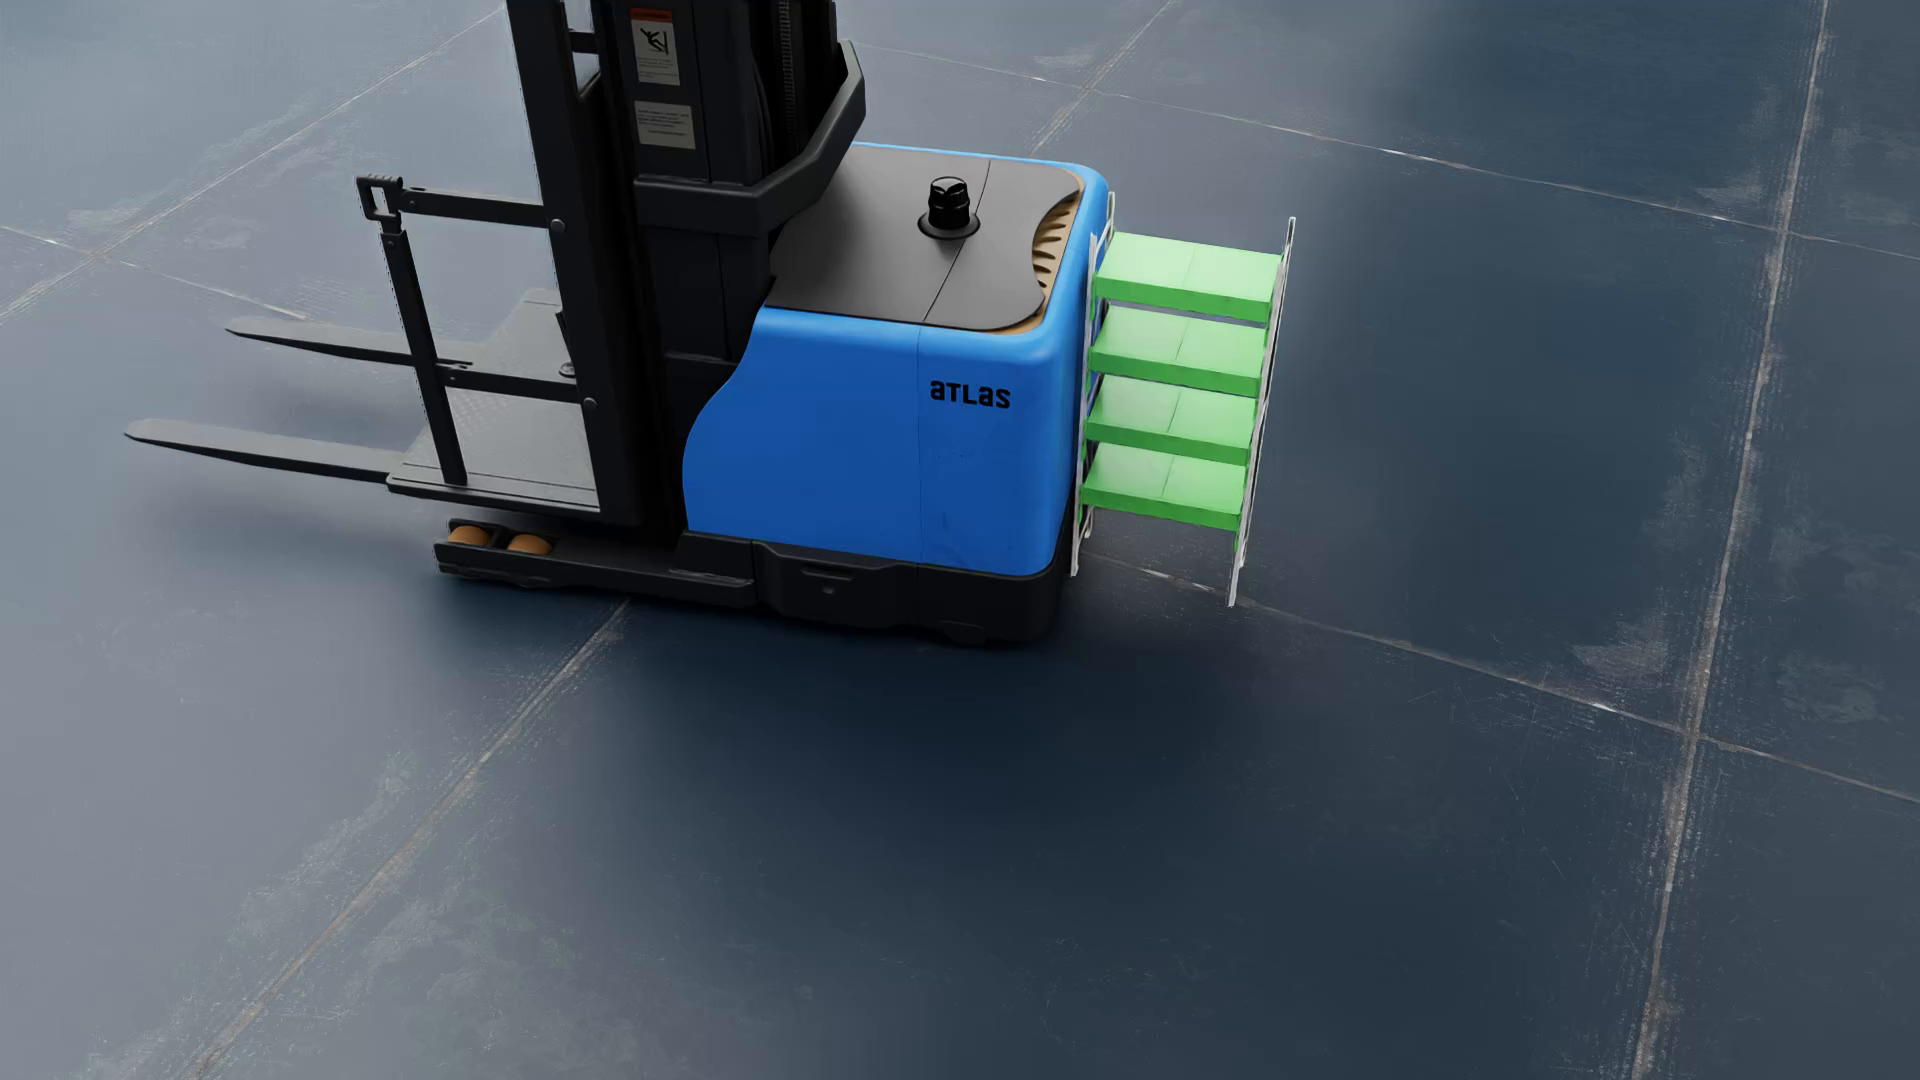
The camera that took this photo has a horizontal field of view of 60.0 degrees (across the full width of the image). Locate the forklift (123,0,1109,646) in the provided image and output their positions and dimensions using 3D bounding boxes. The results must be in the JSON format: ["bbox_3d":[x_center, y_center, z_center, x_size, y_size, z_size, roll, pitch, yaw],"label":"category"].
[{"bbox_3d":[-1.122,-1.289,4.500,3.031,2.935,1.130,8,42,9],"label":"forklift"}]

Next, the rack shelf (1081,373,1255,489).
[{"bbox_3d":[0.614,-0.322,4.803,0.480,0.148,0.258,11,42,12],"label":"rack shelf"}]

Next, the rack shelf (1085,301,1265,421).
[{"bbox_3d":[0.614,-0.503,4.646,0.480,0.148,0.258,11,42,12],"label":"rack shelf"}]

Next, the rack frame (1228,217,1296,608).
[{"bbox_3d":[0.849,-0.326,4.710,0.015,1.200,0.240,11,42,12],"label":"rack frame"}]

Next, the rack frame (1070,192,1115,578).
[{"bbox_3d":[0.380,-0.415,4.812,0.015,1.200,0.240,11,42,12],"label":"rack frame"}]

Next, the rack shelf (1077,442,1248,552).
[{"bbox_3d":[0.614,-0.141,4.960,0.480,0.148,0.258,11,42,12],"label":"rack shelf"}]

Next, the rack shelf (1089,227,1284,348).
[{"bbox_3d":[0.614,-0.685,4.489,0.480,0.148,0.258,11,42,12],"label":"rack shelf"}]

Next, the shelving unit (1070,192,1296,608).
[{"bbox_3d":[0.614,-0.370,4.761,0.503,1.200,0.258,11,42,12],"label":"shelving unit"}]
